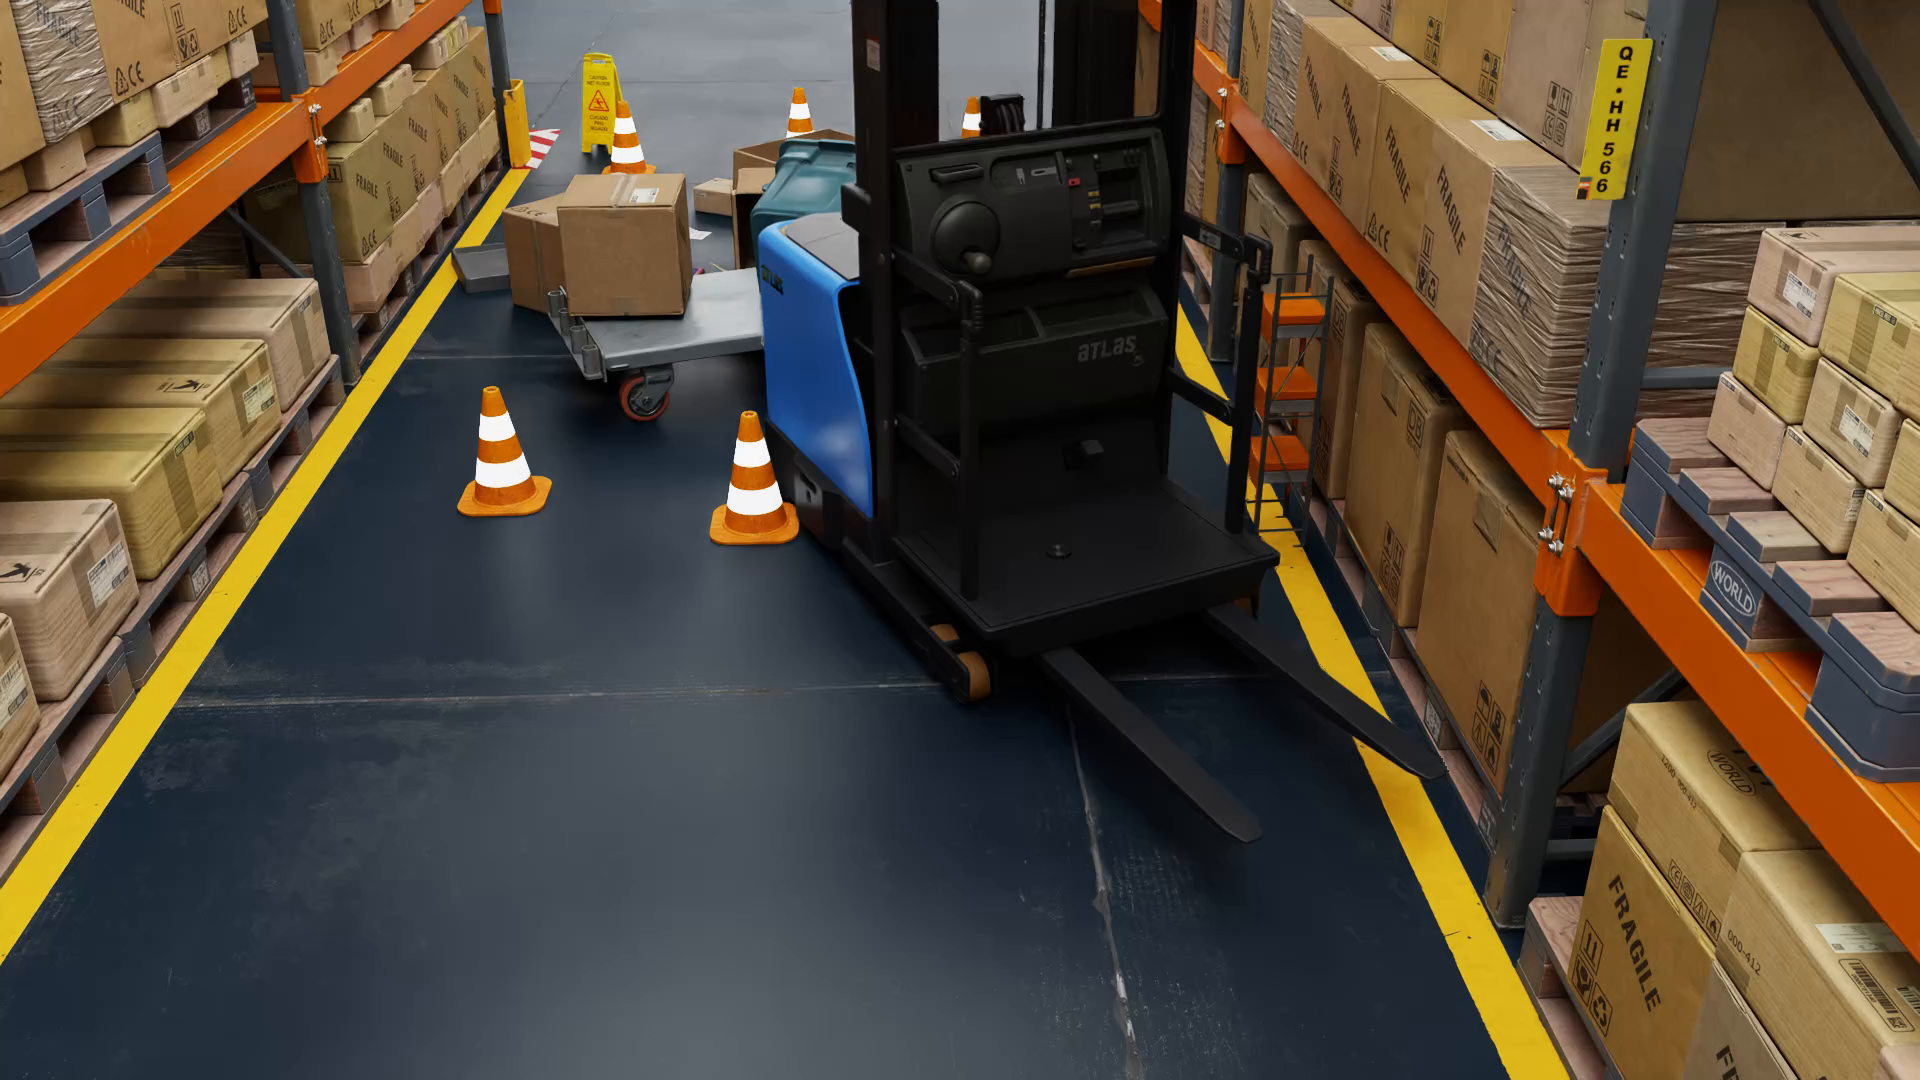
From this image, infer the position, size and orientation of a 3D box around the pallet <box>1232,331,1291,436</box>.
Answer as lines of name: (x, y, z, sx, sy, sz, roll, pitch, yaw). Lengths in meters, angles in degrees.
pallet: (1.795, -0.613, 7.196, 1.003, 0.211, 1.213, -1, 28, -3)

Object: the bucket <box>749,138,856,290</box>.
bucket: (-0.631, -1.433, 7.650, 0.726, 0.611, 0.620, 8, 39, 15)

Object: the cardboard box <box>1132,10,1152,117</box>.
cardboard box: (1.572, -2.983, 10.570, 0.875, 0.875, 0.875, -1, 28, -2)

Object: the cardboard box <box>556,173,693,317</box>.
cardboard box: (-1.483, -1.322, 7.424, 0.500, 0.500, 0.500, -1, 28, -3)

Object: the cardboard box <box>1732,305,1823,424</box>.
cardboard box: (1.713, -0.335, 3.144, 0.380, 0.149, 0.250, 0, 28, 0)

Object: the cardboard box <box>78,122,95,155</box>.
cardboard box: (-3.006, -1.286, 5.289, 0.380, 0.149, 0.250, -2, 28, -4)

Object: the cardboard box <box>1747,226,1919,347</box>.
cardboard box: (1.719, -0.475, 3.091, 0.380, 0.149, 0.250, -1, 28, -3)

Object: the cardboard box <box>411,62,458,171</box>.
cardboard box: (-3.116, -2.346, 9.213, 0.500, 0.500, 0.500, -2, 28, -4)

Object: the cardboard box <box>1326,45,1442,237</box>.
cardboard box: (1.515, -1.300, 5.391, 0.500, 0.500, 0.500, -1, 28, -2)

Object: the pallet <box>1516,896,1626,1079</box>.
pallet: (1.927, 1.241, 3.642, 1.003, 0.211, 1.213, -1, 28, -3)

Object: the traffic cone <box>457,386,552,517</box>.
traffic cone: (-1.796, -0.374, 6.466, 0.336, 0.463, 0.334, -1, 28, -3)

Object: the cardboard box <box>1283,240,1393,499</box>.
cardboard box: (1.848, -0.662, 6.255, 1.050, 0.750, 0.750, -1, 28, -3)

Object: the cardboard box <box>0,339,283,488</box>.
cardboard box: (-3.188, -0.484, 6.322, 0.950, 0.372, 0.625, 0, 28, 1)

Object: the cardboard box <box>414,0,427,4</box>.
cardboard box: (-3.098, -3.017, 9.062, 0.380, 0.149, 0.250, -2, 28, -3)

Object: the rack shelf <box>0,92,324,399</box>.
rack shelf: (-3.155, -0.795, 5.308, 1.077, 0.370, 4.000, -1, 28, -3)

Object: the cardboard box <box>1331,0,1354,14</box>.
cardboard box: (1.740, -2.225, 6.082, 0.700, 0.500, 0.500, -2, 28, -3)

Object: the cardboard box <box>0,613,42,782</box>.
cardboard box: (-3.070, 0.528, 4.382, 0.950, 0.372, 0.625, -3, 28, -6)

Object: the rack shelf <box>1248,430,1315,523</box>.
rack shelf: (1.175, -0.238, 6.194, 0.215, 0.259, 0.240, -3, 28, -5)

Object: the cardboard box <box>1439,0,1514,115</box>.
cardboard box: (1.818, -1.522, 4.735, 0.700, 0.500, 0.500, -2, 28, -3)

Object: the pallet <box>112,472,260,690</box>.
pallet: (-3.150, 0.123, 5.785, 1.003, 0.211, 1.213, -1, 28, -3)

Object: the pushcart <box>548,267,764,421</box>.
pushcart: (-0.985, -0.953, 7.669, 1.648, 0.377, 0.936, -11, 30, -20)

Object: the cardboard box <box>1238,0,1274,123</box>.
cardboard box: (1.438, -1.998, 6.730, 0.500, 0.500, 0.500, -1, 28, -2)

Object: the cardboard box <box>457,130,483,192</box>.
cardboard box: (-3.138, -2.245, 9.831, 0.500, 0.250, 0.500, -1, 28, -2)

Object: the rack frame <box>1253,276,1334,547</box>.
rack frame: (1.187, -0.437, 5.953, 0.200, 1.050, 0.008, -3, 28, -5)

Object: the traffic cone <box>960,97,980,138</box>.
traffic cone: (0.080, -2.646, 10.824, 0.336, 0.463, 0.334, -1, 28, -3)

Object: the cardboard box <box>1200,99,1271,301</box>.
cardboard box: (1.716, -1.740, 8.186, 0.875, 0.875, 0.875, -1, 28, -2)

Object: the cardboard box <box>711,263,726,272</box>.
cardboard box: (-1.158, -1.253, 8.365, 0.258, 0.266, 0.396, -23, 35, -37)

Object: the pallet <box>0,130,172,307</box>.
pallet: (-3.194, -1.018, 5.166, 1.003, 0.211, 1.213, -1, 28, -3)

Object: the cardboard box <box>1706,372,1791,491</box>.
cardboard box: (1.710, -0.220, 3.245, 0.380, 0.149, 0.250, -2, 28, -3)

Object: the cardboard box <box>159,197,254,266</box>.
cardboard box: (-3.558, -1.604, 7.789, 0.500, 0.500, 0.500, -2, 28, -3)

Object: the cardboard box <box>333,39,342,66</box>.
cardboard box: (-3.020, -2.195, 7.486, 0.380, 0.149, 0.250, -1, 28, -1)

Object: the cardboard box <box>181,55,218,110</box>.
cardboard box: (-2.911, -1.641, 5.970, 0.380, 0.149, 0.250, -2, 28, -3)

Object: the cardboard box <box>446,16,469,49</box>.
cardboard box: (-3.079, -2.940, 9.650, 0.380, 0.149, 0.250, -1, 28, -1)

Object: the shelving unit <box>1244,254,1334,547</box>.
shelving unit: (1.175, -0.494, 6.061, 0.215, 1.050, 0.252, -3, 28, -5)

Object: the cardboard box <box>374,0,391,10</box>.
cardboard box: (-3.066, -2.887, 8.112, 0.500, 0.500, 0.500, -2, 28, -3)

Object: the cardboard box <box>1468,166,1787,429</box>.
cardboard box: (1.596, -0.602, 4.053, 0.500, 0.500, 0.500, -1, 28, -3)

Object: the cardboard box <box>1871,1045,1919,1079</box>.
cardboard box: (1.722, 1.021, 2.487, 0.500, 0.250, 0.500, -1, 28, -2)

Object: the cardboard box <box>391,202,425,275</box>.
cardboard box: (-3.059, -1.530, 8.458, 0.500, 0.250, 0.500, 0, 28, 0)

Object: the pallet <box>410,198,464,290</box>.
pallet: (-3.396, -1.675, 9.233, 1.003, 0.211, 1.213, -1, 28, -3)

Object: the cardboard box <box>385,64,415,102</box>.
cardboard box: (-3.012, -2.324, 8.469, 0.380, 0.149, 0.250, 0, 28, 0)

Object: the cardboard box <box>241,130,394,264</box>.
cardboard box: (-3.020, -1.616, 7.813, 0.500, 0.500, 0.500, 0, 28, 0)

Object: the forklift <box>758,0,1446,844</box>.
forklift: (0.348, -1.017, 5.031, 1.130, 2.935, 3.031, -13, 30, -24)

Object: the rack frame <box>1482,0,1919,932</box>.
rack frame: (1.888, -0.356, 3.689, 1.000, 3.000, 0.127, -1, 28, -3)

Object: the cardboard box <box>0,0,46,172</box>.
cardboard box: (-2.911, -1.251, 4.522, 0.500, 0.500, 0.500, -1, 28, -2)

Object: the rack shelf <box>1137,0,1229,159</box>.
rack shelf: (1.575, -2.808, 9.168, 1.077, 0.370, 4.000, -1, 28, -3)

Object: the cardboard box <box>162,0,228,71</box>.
cardboard box: (-2.979, -1.963, 5.886, 0.500, 0.500, 0.500, -1, 28, -2)

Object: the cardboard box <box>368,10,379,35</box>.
cardboard box: (-3.088, -2.554, 8.175, 0.380, 0.149, 0.250, -2, 28, -3)
